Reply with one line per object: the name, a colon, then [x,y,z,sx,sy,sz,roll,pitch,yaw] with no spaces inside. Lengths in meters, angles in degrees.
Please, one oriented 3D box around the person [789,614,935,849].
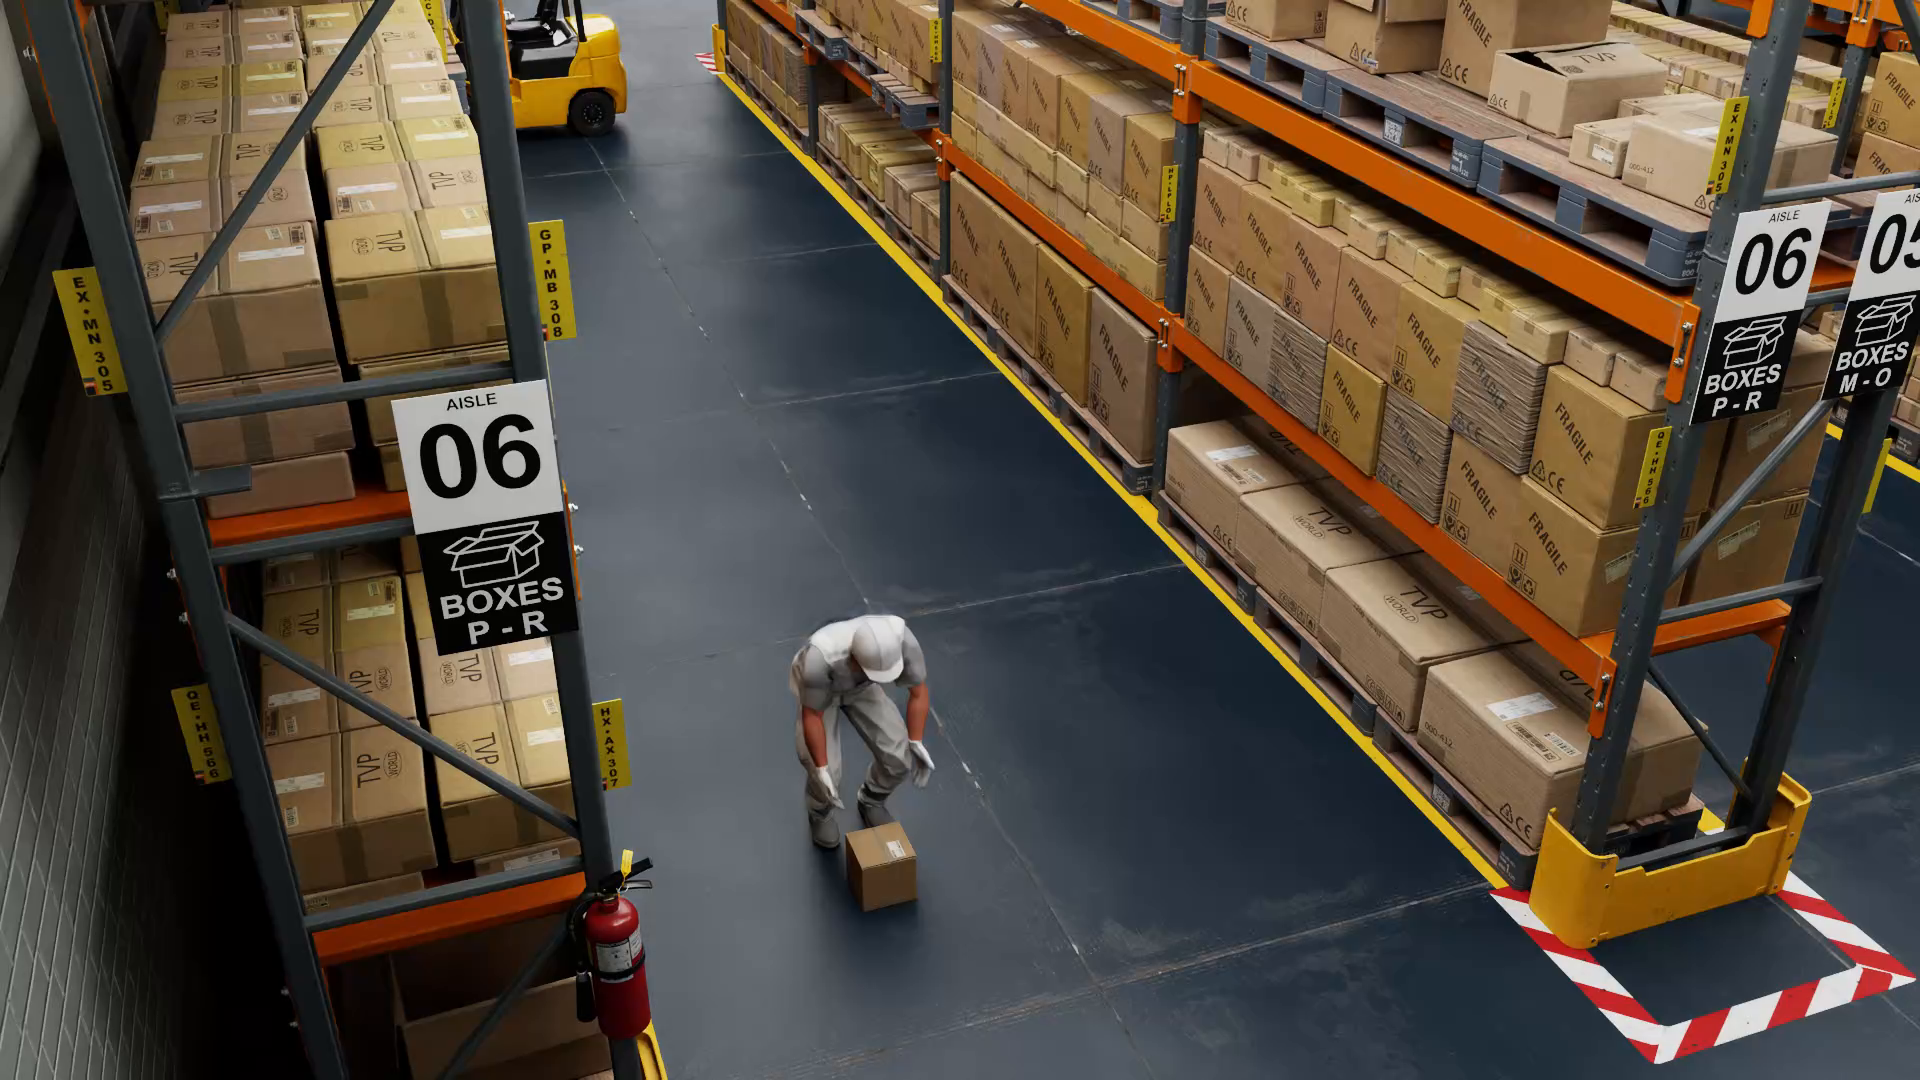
person: [-0.446,0.789,7.408,0.584,1.321,0.808,-10,31,-18]
